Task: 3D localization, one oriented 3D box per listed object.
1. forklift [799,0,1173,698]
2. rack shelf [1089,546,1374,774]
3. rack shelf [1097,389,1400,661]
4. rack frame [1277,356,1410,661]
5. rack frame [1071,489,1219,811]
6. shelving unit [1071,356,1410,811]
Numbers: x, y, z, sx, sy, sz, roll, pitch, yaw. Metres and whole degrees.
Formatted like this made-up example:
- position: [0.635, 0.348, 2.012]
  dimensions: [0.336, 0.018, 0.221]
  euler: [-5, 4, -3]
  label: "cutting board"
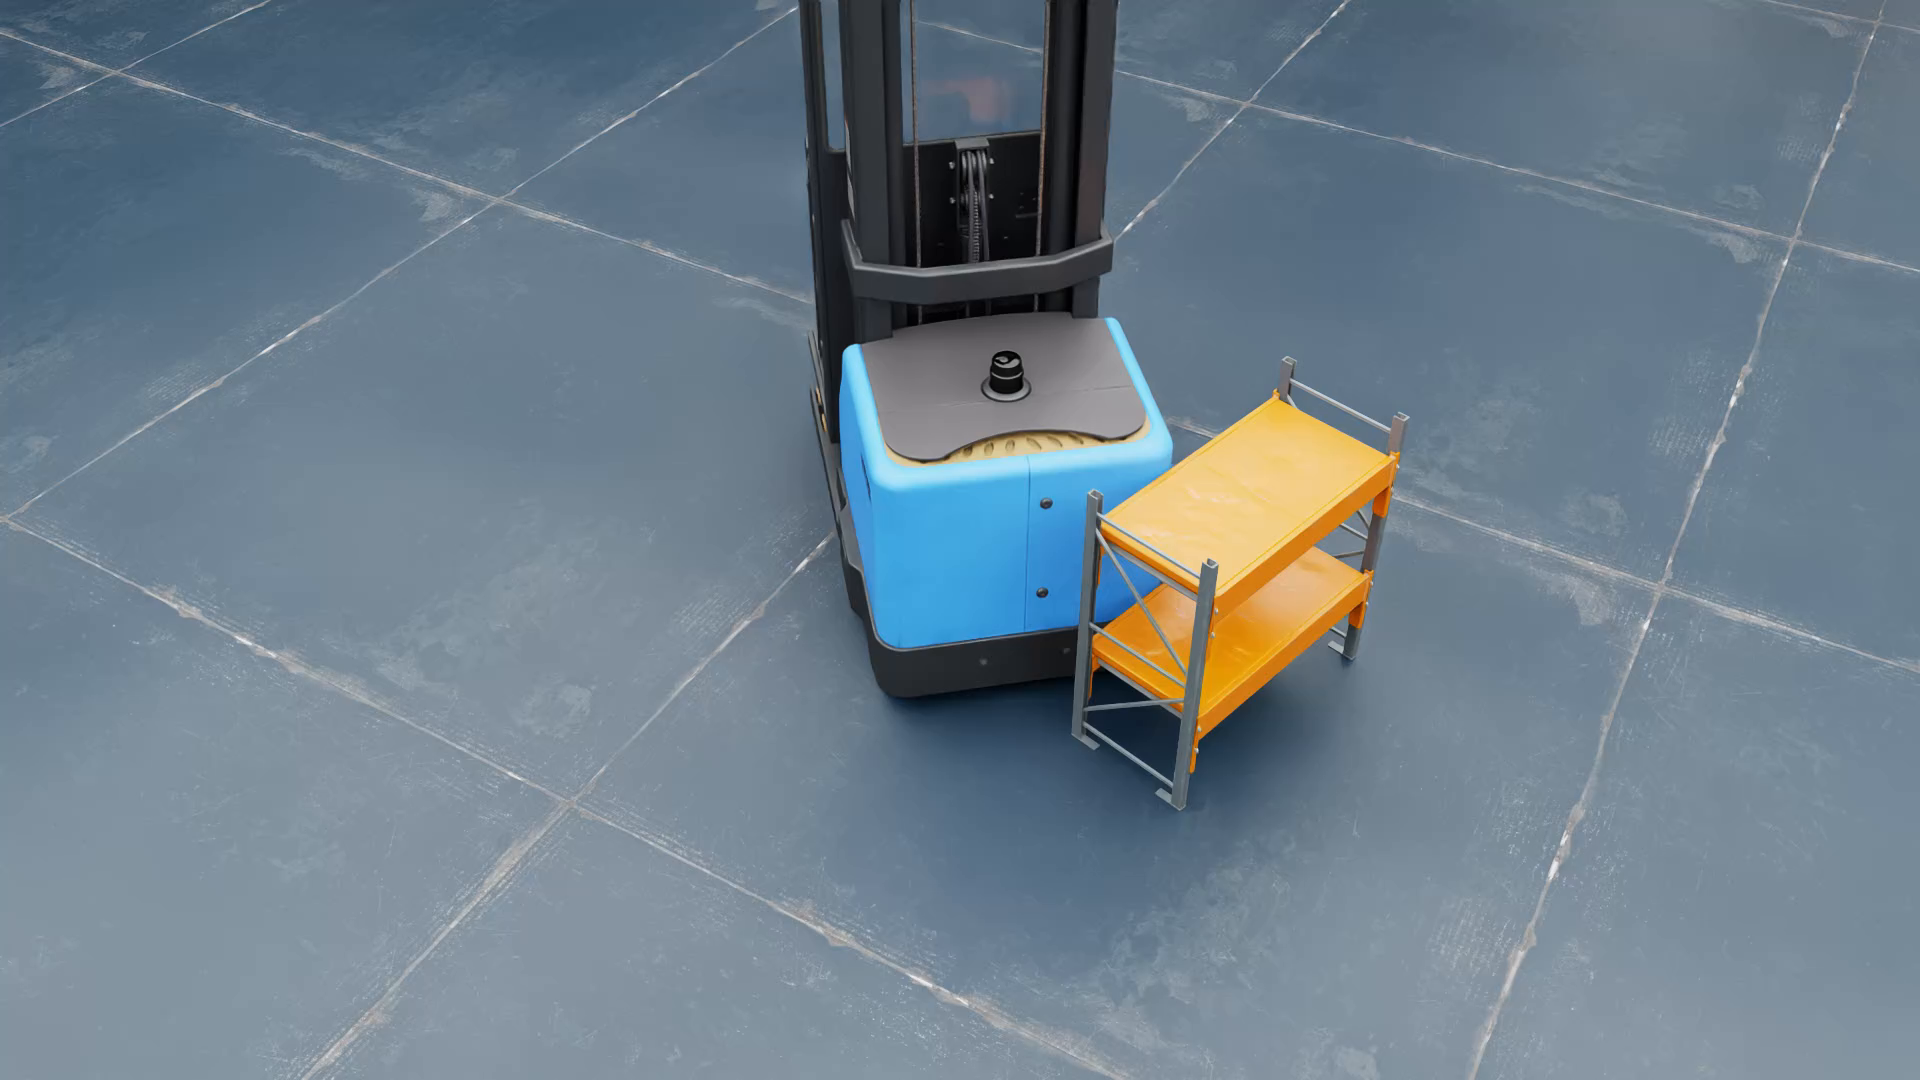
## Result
- position: [-0.047, -1.513, 6.250]
  dimensions: [1.130, 2.935, 3.031]
  euler: [-7, 42, -8]
  label: "forklift"
- position: [0.944, 0.329, 5.896]
  dimensions: [0.538, 0.278, 1.000]
  euler: [33, 51, 32]
  label: "rack shelf"
- position: [0.944, -0.074, 5.541]
  dimensions: [0.538, 0.278, 1.000]
  euler: [33, 51, 32]
  label: "rack shelf"
- position: [1.302, -0.094, 6.005]
  dimensions: [0.500, 1.125, 0.032]
  euler: [33, 51, 32]
  label: "rack frame"
- position: [0.587, 0.384, 5.463]
  dimensions: [0.500, 1.125, 0.032]
  euler: [33, 51, 32]
  label: "rack frame"
- position: [0.944, 0.145, 5.734]
  dimensions: [0.538, 1.125, 1.048]
  euler: [33, 51, 32]
  label: "shelving unit"
